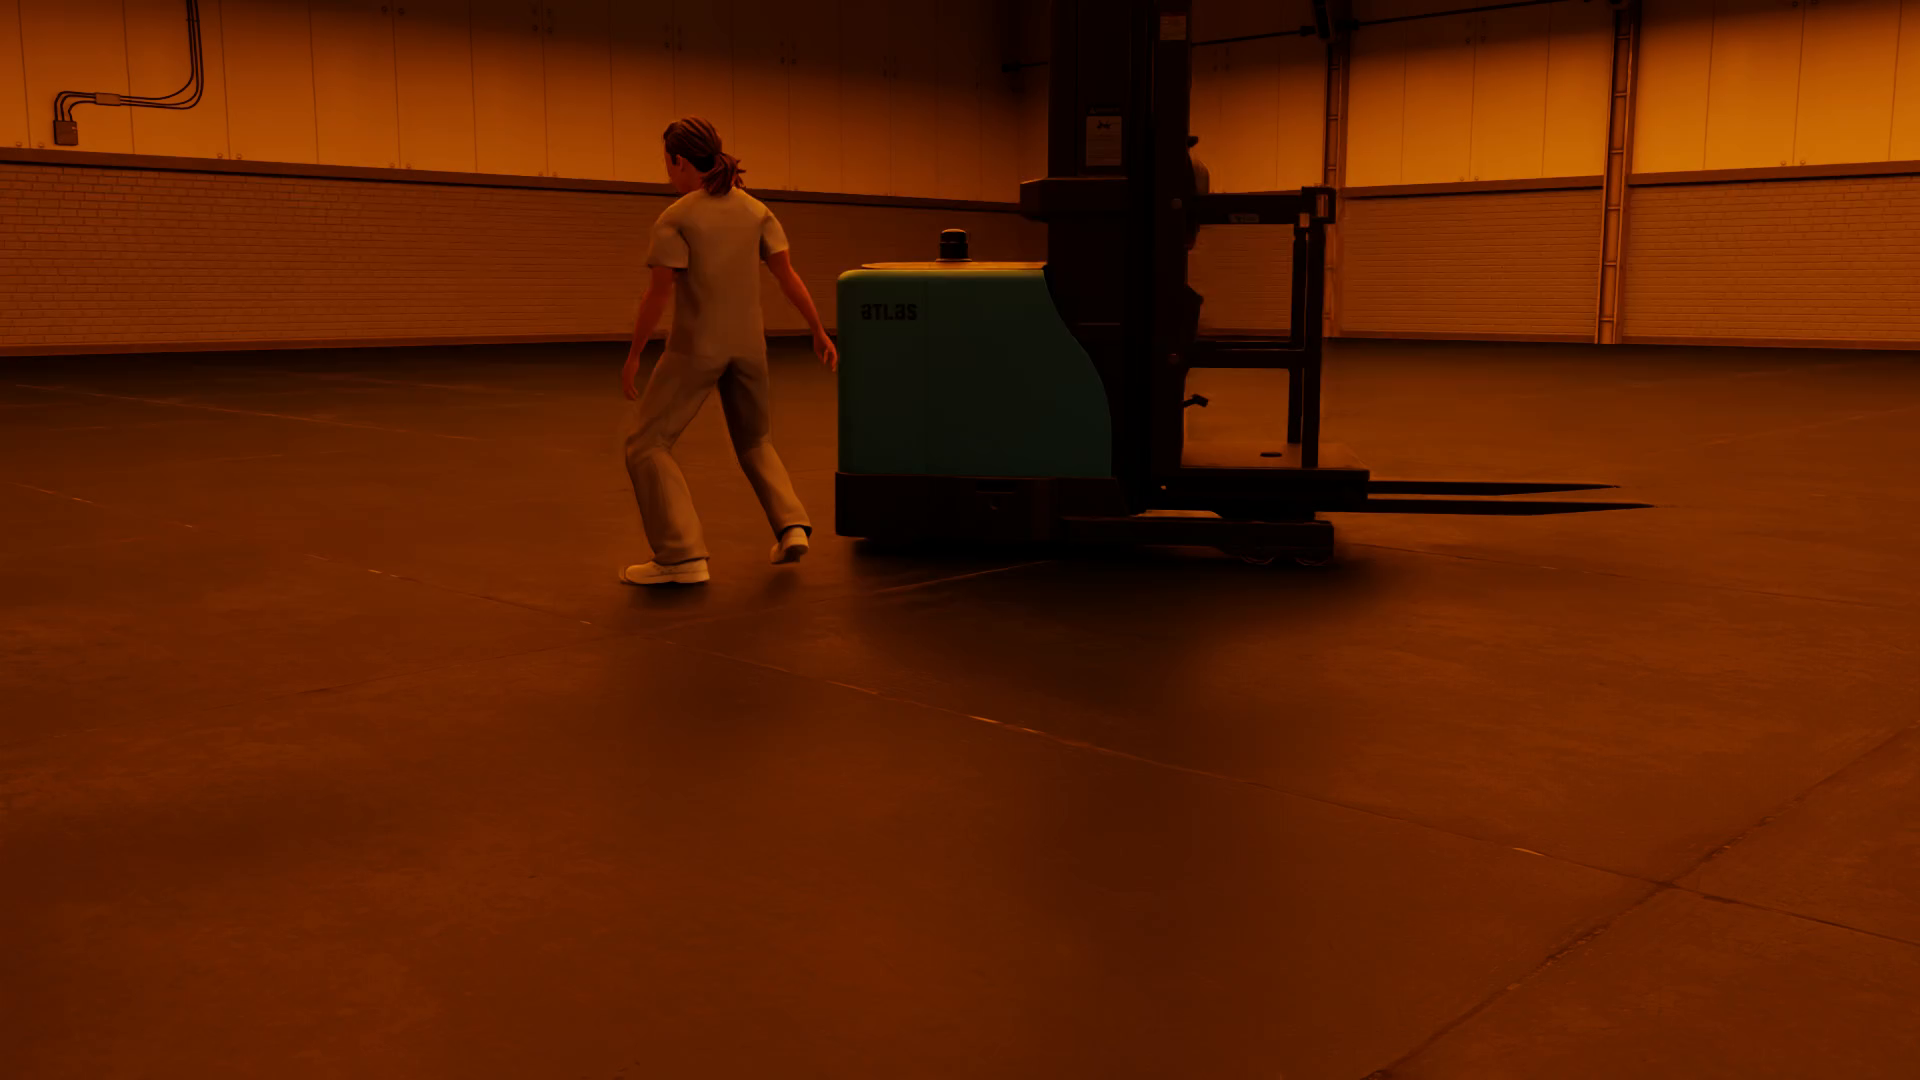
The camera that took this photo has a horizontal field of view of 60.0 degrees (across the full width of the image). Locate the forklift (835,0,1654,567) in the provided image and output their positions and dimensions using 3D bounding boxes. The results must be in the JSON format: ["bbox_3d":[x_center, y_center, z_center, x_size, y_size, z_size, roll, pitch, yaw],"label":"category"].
[{"bbox_3d":[1.081,-1.437,6.414,3.031,2.935,1.130,1,9,8],"label":"forklift"}]

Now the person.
[{"bbox_3d":[-0.794,-0.663,5.797,0.780,1.596,0.484,-6,10,-33],"label":"person"}]
